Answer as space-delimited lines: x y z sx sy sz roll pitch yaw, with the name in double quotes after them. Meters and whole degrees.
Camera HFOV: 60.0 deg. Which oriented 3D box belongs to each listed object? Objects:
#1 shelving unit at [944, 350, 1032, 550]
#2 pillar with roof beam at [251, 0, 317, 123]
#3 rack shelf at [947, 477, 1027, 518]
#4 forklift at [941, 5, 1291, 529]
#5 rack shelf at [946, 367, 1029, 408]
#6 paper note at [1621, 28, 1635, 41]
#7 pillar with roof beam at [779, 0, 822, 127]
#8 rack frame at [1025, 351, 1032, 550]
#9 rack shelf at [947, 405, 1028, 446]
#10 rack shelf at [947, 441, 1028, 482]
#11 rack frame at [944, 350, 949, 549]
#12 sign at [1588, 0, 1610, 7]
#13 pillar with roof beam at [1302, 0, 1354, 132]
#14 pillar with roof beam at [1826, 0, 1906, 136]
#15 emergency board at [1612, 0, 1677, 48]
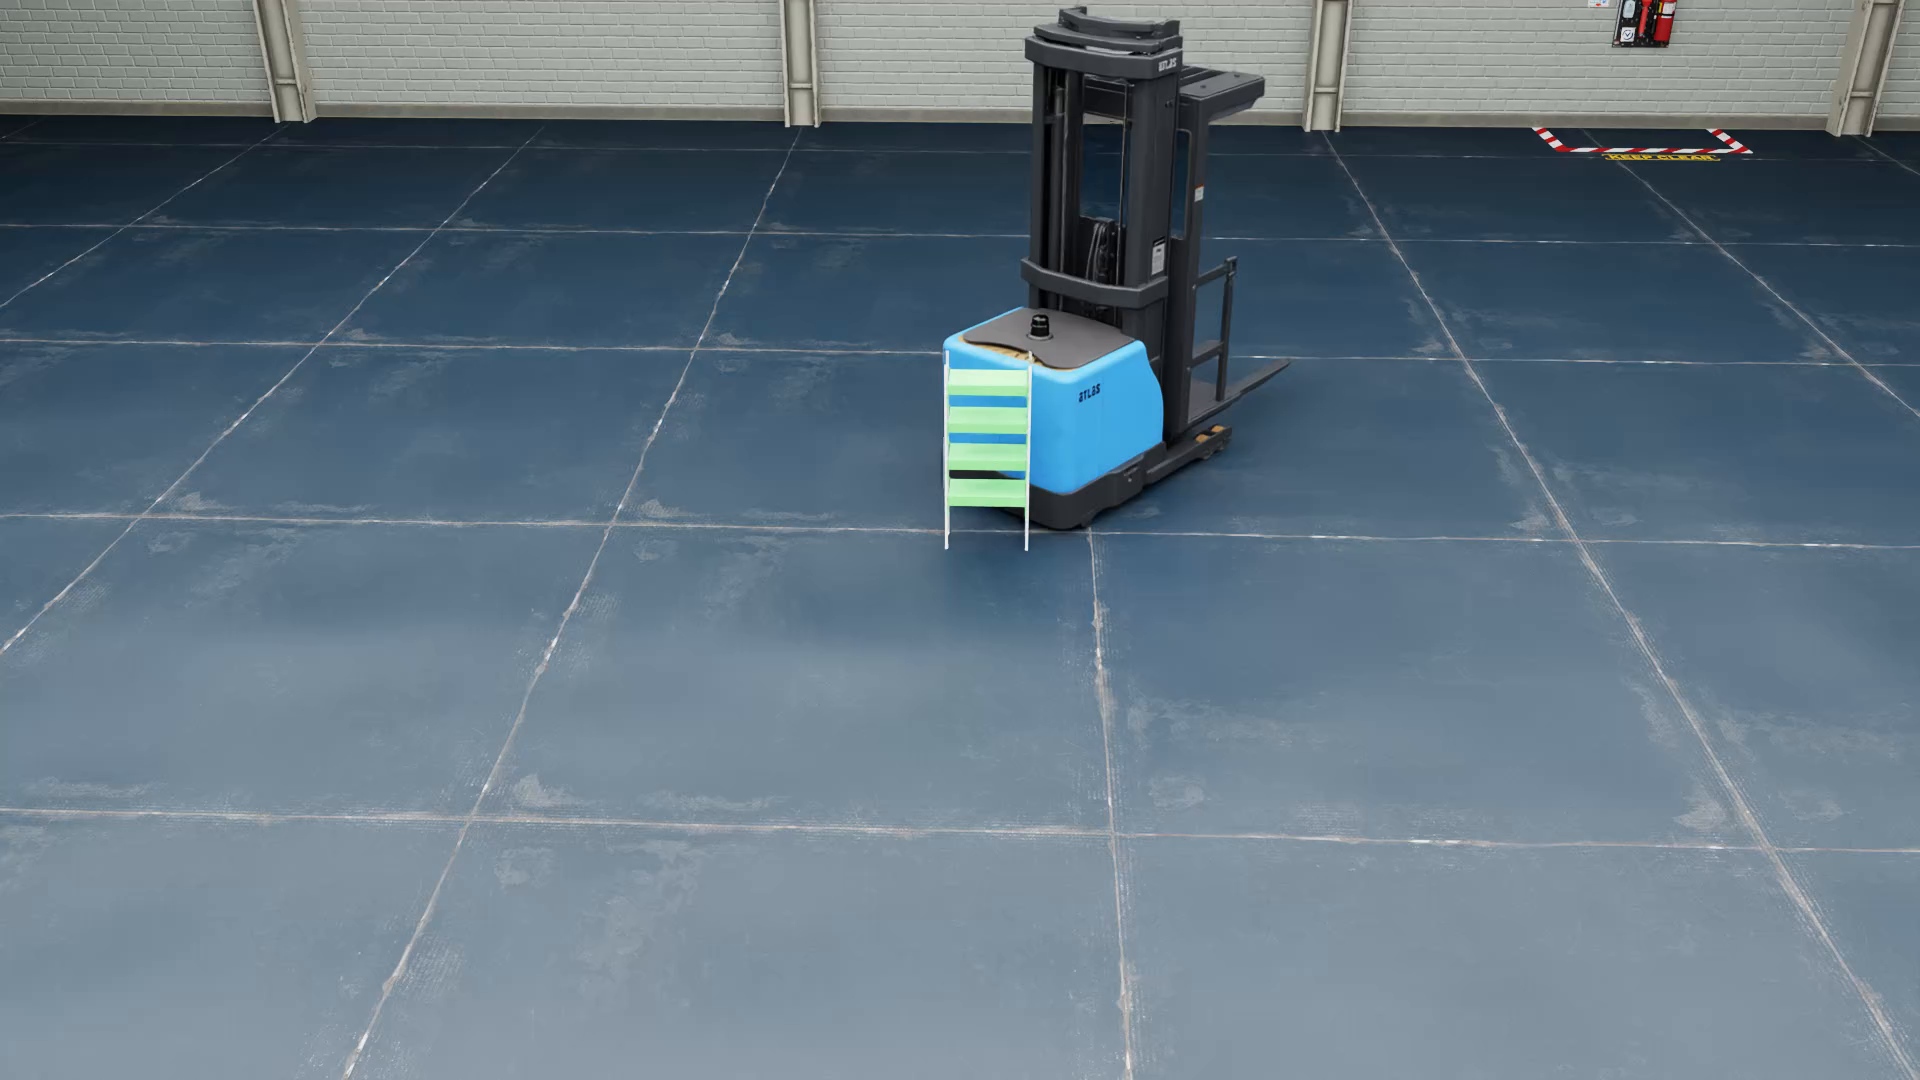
0.165 -0.527 9.964 0.503 1.200 0.258 1 28 2 "shelving unit"
-7.976 -6.921 13.699 0.400 9.000 9.100 1 28 2 "pillar with roof beam"
0.165 -0.259 10.106 0.480 0.148 0.258 1 28 2 "rack shelf"
1.213 -1.978 10.852 1.130 2.935 3.031 22 35 35 "forklift"
0.165 -0.895 9.769 0.480 0.148 0.258 1 28 2 "rack shelf"
7.522 -5.693 18.727 0.142 0.148 0.016 1 28 2 "paper note"
-1.980 -6.822 13.512 0.400 9.000 9.100 1 28 2 "pillar with roof beam"
0.409 -0.523 9.956 0.015 1.200 0.240 1 28 2 "rack frame"
0.165 -0.683 9.881 0.480 0.148 0.258 1 28 2 "rack shelf"
0.165 -0.471 9.994 0.480 0.148 0.258 1 28 2 "rack shelf"
-0.078 -0.531 9.971 0.015 1.200 0.240 1 28 2 "rack frame"
7.148 -6.120 18.555 0.234 0.329 0.001 1 28 2 "sign"
4.017 -6.723 13.325 0.400 9.000 9.100 1 28 2 "pillar with roof beam"
10.013 -6.624 13.138 0.400 9.000 9.100 1 28 2 "pillar with roof beam"
7.697 -6.047 18.455 0.643 1.169 0.194 1 28 2 "emergency board"
